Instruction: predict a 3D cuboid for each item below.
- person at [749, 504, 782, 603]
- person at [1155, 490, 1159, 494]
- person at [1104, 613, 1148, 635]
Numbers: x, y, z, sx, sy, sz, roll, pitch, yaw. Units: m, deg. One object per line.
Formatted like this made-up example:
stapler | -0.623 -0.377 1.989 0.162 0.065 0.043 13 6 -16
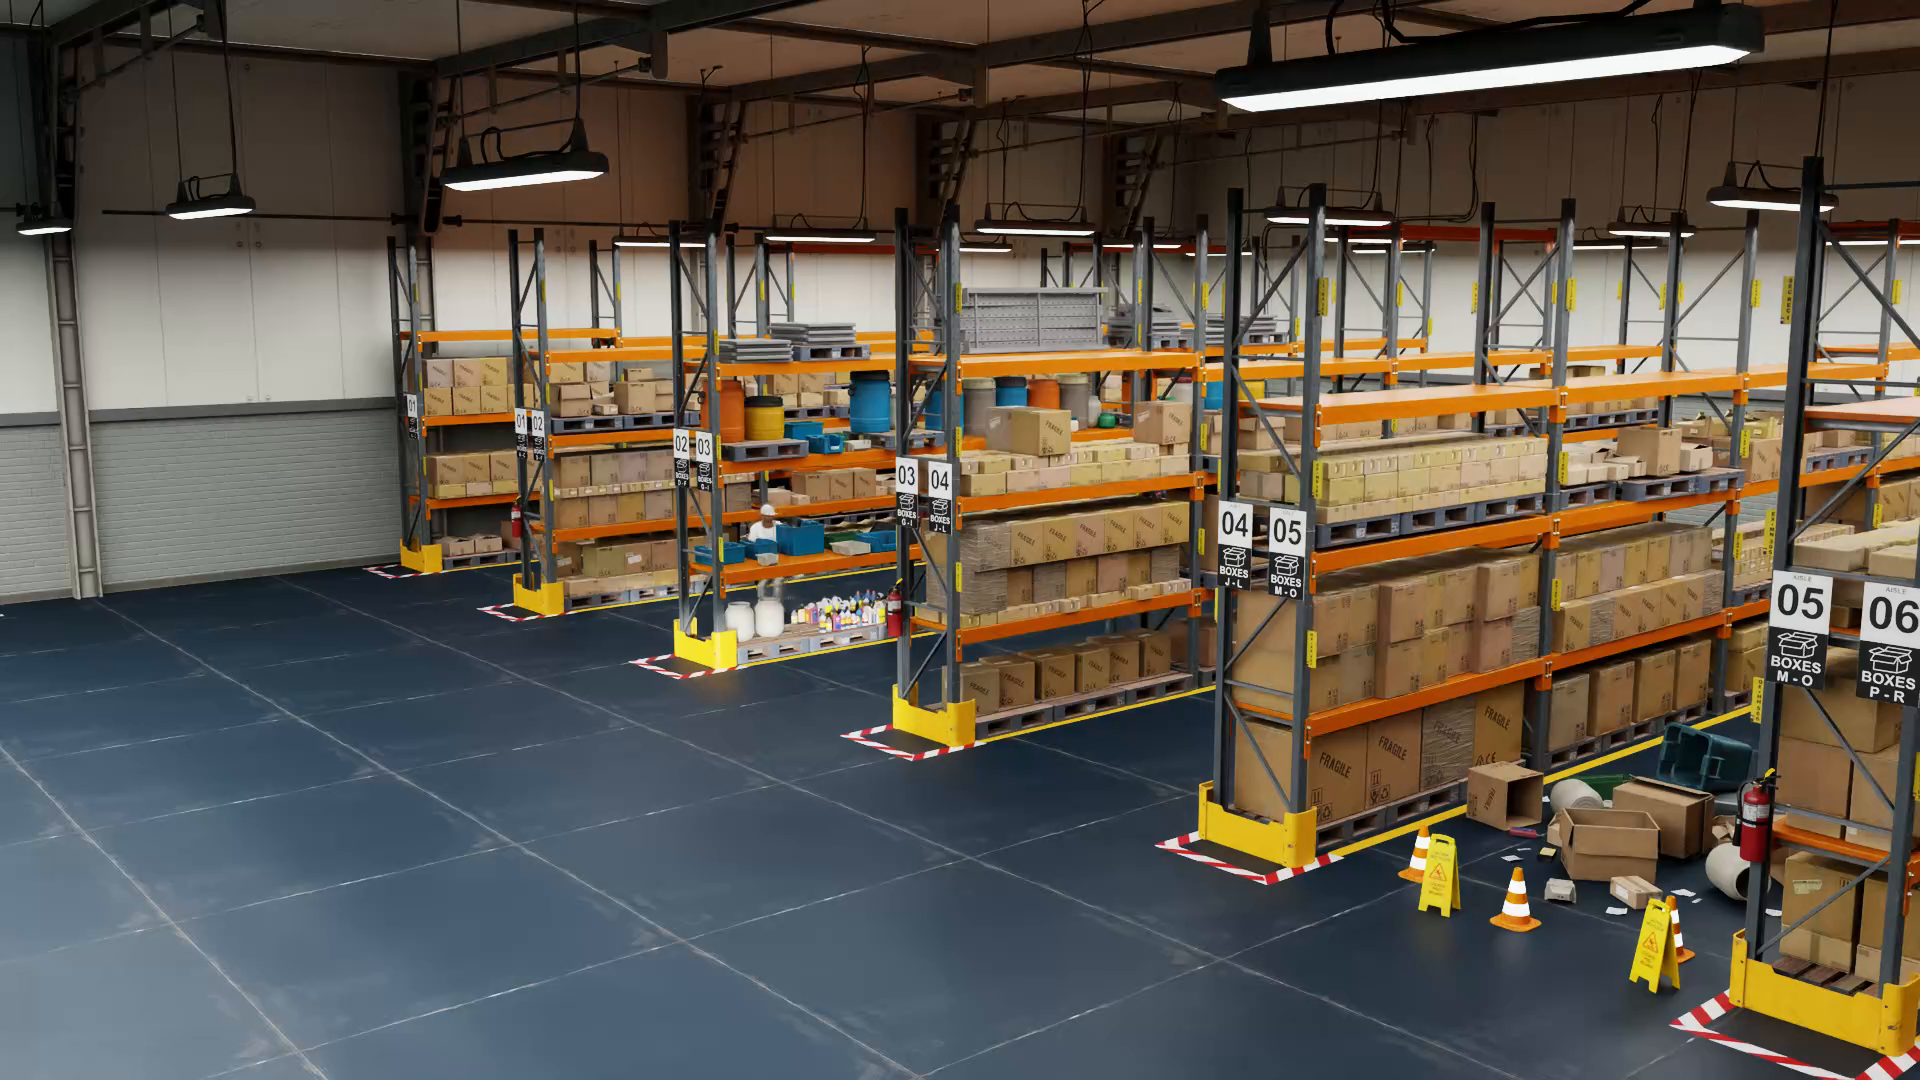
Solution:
person | -2.976 0.325 25.876 0.602 1.781 0.420 -2 9 -12
person | 4.730 -1.826 40.111 0.476 1.702 0.497 -5 10 -27
person | 2.344 0.754 23.363 0.953 1.765 0.509 -7 11 -37
